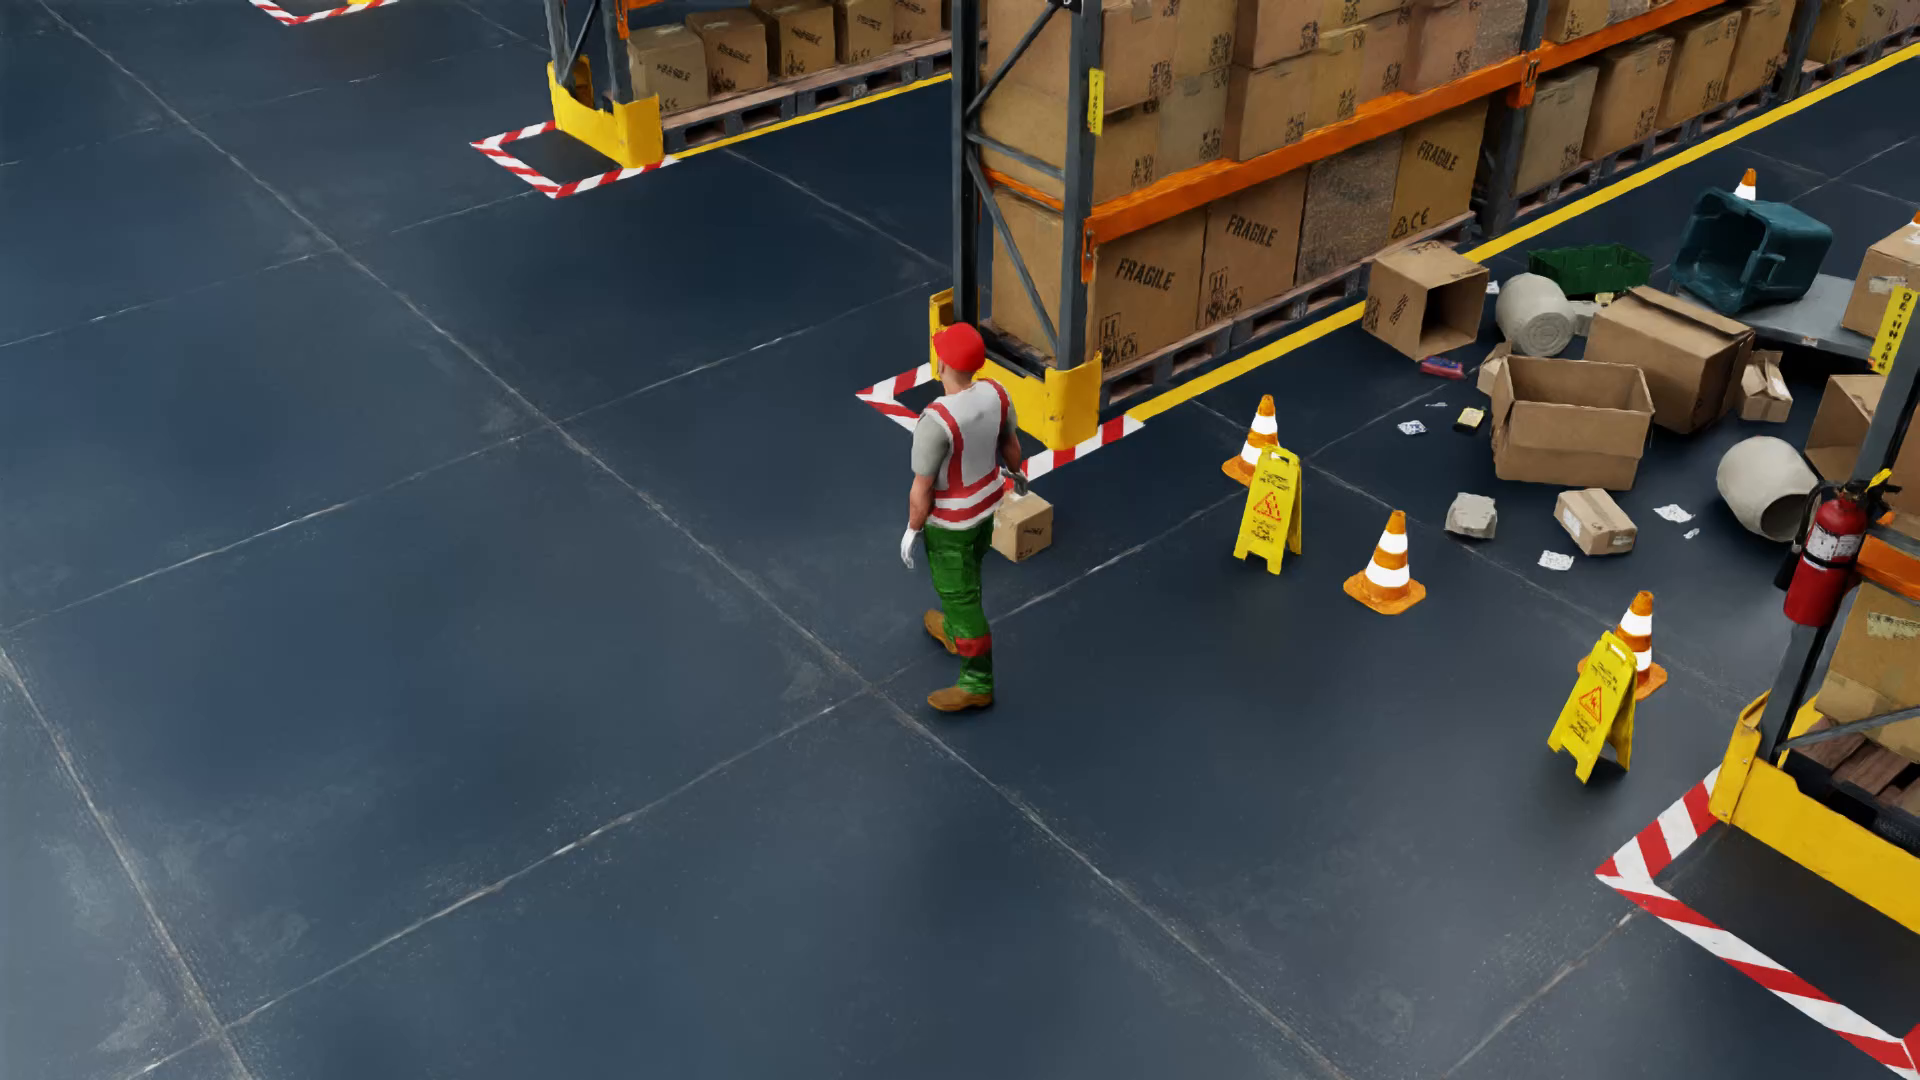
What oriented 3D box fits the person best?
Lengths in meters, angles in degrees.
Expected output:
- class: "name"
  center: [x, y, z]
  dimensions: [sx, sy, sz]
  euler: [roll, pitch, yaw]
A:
- class: "person"
  center: [0.011, -0.163, 7.280]
  dimensions: [0.634, 1.791, 0.754]
  euler: [26, 43, 32]
